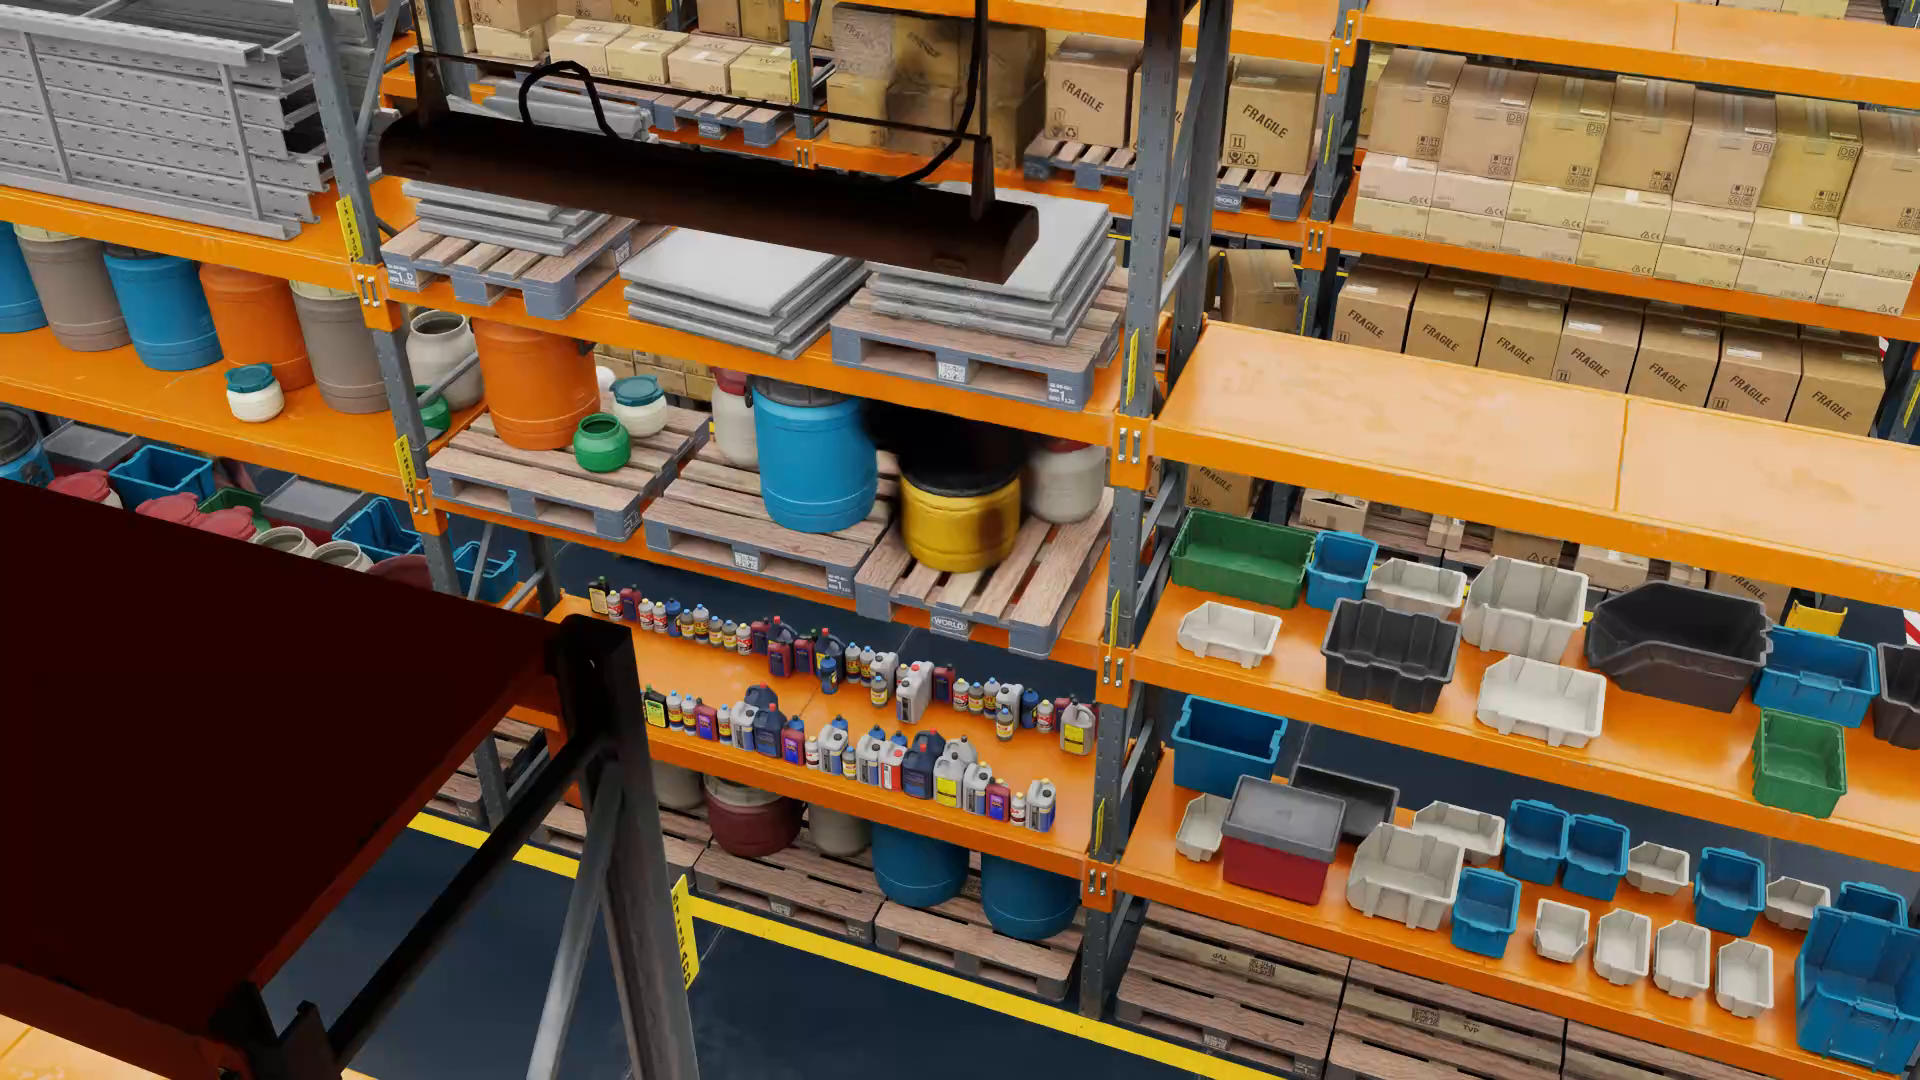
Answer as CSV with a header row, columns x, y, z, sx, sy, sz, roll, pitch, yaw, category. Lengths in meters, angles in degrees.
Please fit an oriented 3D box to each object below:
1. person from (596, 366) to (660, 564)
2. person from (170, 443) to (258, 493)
x,y,z,sx,sy,sz,roll,pitch,yaw,category
-2.611,-0.577,12.690,0.877,1.775,0.709,3,37,4,person
-5.907,-0.741,13.049,0.524,1.608,0.632,29,45,33,person
